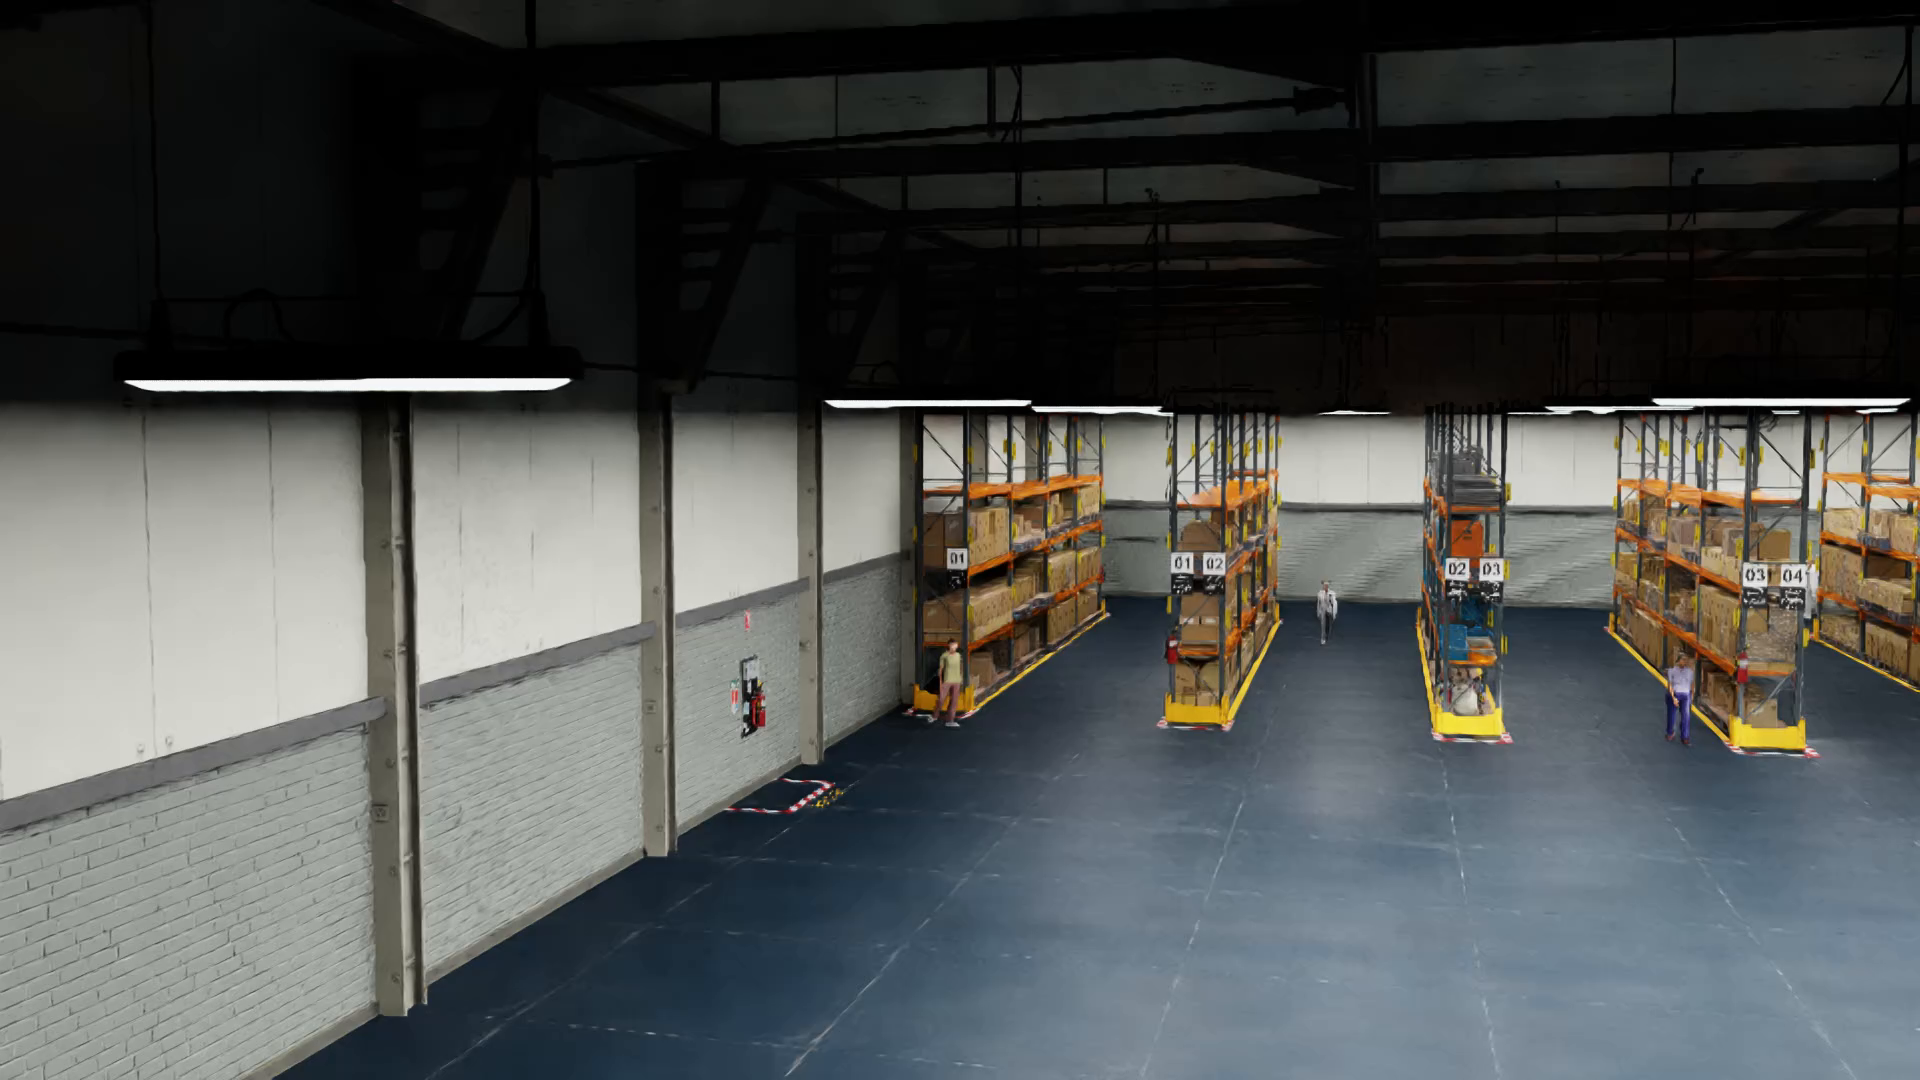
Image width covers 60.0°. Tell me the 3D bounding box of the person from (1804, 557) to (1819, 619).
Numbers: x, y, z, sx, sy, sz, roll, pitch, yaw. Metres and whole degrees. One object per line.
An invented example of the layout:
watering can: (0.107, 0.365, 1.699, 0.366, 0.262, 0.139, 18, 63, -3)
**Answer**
person: (24.245, 1.352, 47.308, 0.654, 1.769, 0.605, -3, 5, -31)

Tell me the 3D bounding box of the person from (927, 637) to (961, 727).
person: (-0.286, 2.621, 30.707, 0.639, 1.665, 0.482, -2, 5, -26)

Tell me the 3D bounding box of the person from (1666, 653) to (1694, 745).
person: (12.622, 2.758, 29.124, 0.480, 1.576, 1.004, 1, 4, 12)

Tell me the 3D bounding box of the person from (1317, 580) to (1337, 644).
person: (9.271, 1.802, 41.997, 0.502, 1.624, 0.980, 1, 4, 13)
